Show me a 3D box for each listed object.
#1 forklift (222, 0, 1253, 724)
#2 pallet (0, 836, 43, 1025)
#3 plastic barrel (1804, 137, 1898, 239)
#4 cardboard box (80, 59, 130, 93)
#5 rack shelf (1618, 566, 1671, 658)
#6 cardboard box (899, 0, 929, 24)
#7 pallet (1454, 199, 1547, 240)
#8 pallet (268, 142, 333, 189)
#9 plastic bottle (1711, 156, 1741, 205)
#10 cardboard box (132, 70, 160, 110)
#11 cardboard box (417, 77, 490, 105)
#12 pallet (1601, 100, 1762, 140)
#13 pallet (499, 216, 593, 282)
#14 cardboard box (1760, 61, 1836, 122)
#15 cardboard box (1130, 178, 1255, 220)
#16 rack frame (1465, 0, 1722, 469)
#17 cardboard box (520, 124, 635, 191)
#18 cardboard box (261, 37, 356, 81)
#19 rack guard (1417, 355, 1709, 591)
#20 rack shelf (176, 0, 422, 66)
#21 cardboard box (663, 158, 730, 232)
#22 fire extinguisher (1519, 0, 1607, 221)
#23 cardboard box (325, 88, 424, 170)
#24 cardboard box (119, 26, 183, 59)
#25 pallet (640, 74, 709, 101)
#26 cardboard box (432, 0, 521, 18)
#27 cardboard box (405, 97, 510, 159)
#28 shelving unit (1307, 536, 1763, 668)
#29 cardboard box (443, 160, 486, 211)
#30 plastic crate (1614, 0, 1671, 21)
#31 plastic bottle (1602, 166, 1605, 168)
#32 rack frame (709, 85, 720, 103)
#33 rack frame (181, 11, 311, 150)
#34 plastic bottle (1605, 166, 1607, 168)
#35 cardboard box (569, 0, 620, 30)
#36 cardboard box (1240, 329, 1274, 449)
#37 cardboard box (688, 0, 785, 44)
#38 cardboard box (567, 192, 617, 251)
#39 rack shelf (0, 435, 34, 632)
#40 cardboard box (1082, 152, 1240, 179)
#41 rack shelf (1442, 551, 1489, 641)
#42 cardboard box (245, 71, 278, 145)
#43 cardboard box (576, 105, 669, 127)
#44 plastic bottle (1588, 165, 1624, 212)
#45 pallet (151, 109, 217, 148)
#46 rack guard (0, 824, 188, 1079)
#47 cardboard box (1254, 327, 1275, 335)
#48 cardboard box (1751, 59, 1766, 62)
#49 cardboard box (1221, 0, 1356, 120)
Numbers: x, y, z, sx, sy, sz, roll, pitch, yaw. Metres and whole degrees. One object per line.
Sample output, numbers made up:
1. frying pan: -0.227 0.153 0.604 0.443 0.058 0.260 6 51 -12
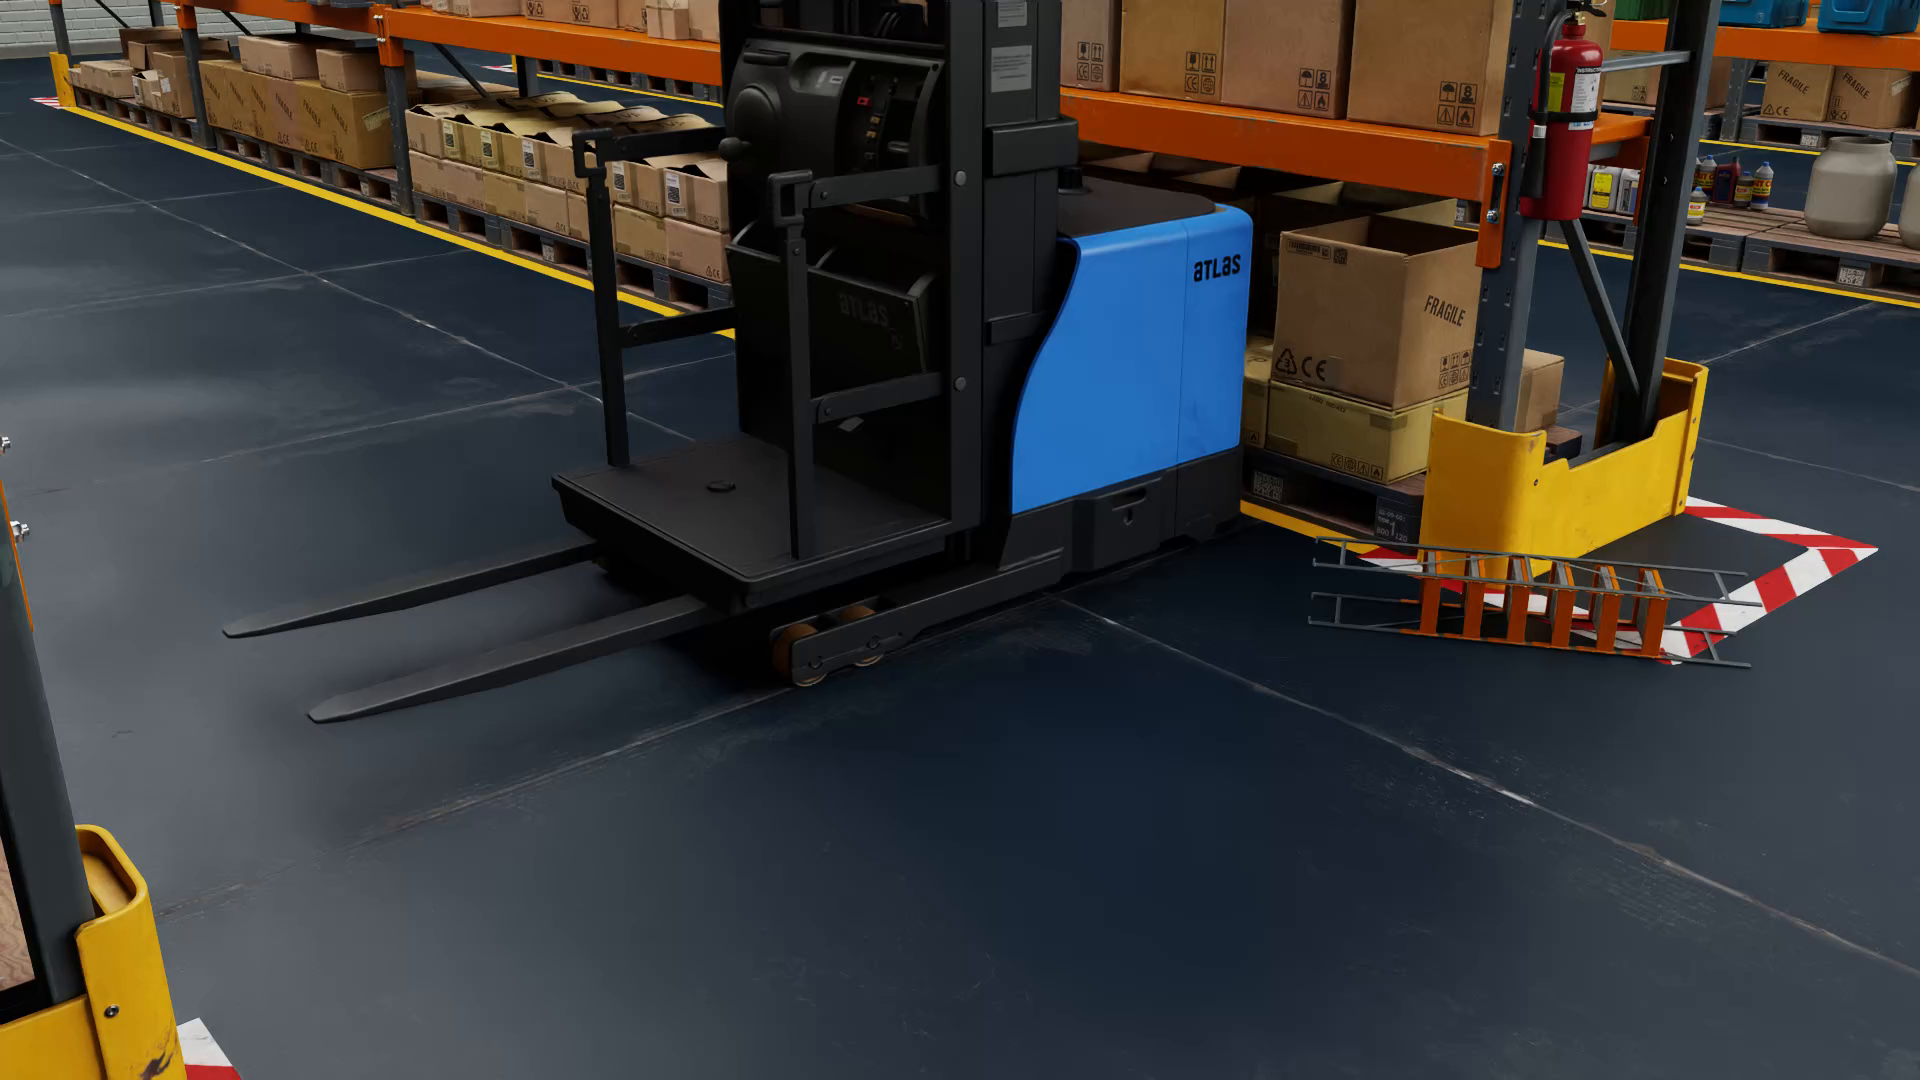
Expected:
1. forklift: -0.525 -1.186 4.493 3.031 2.935 1.130 -17 27 -37
2. pallet: -2.334 0.801 3.150 1.003 0.211 1.213 -17 27 -37
3. plastic barrel: 4.909 -1.941 9.163 0.421 0.512 0.421 0 21 0
4. cardboard box: -8.008 -4.413 15.805 0.500 0.250 0.500 -17 27 -37
5. rack shelf: 1.929 0.198 4.713 0.103 0.180 0.258 5 22 13
6. cardboard box: 0.002 -2.310 7.132 0.700 0.500 0.500 -18 28 -38
7. pallet: 3.520 -2.213 10.845 1.003 0.211 1.213 -17 27 -37
8. pallet: -4.504 -2.888 12.568 1.003 0.211 1.213 -17 27 -37
9. plastic bottle: 4.643 -2.184 10.069 0.061 0.283 0.133 -17 27 -37
10. cardboard box: -6.940 -3.989 14.640 0.500 0.311 0.500 -17 27 -37
11. cardboard box: -3.679 -3.012 11.886 0.500 0.500 0.500 -19 28 -39
12. pallet: 6.356 -3.803 14.903 1.003 0.211 1.213 -17 27 -37
13. pallet: -1.953 -1.762 9.693 1.003 0.211 1.213 -17 27 -37
14. cardboard box: 7.096 -3.798 13.919 0.500 0.500 0.500 -18 28 -39
15. cardboard box: 0.730 -1.038 6.188 0.500 0.500 0.500 -17 27 -37
16. rack frame: 1.969 -1.424 5.006 1.000 3.000 0.127 -17 27 -37
17. cardboard box: -2.117 -2.169 9.335 0.500 0.311 0.500 -18 28 -38
18. cardboard box: -4.752 -3.523 12.162 0.500 0.250 0.500 -18 28 -38
19. rack guard: 1.985 -0.253 5.445 1.175 0.500 0.348 -17 27 -37
20. rack shelf: -4.558 -3.852 12.191 1.077 0.370 4.000 -17 27 -37
21. cardboard box: -1.123 -1.749 8.262 0.500 0.311 0.500 -17 27 -37
22. fire extinguisher: 1.694 -1.245 4.655 0.296 0.674 0.183 -17 27 -37
23. cardboard box: -4.041 -2.878 11.542 0.500 0.500 0.500 -16 27 -35
24. cardboard box: -7.933 -4.794 16.434 0.500 0.500 0.500 -17 27 -37
25. pallet: -2.618 -4.813 17.483 1.003 0.211 1.213 -17 27 -37
26. cardboard box: -2.816 -3.299 9.917 0.500 0.311 0.500 -18 28 -38
27. cardboard box: -3.133 -2.596 10.424 0.500 0.311 0.500 -16 27 -36
28. shelving unit: 1.623 0.170 4.784 1.200 0.189 0.258 5 22 13
29. cardboard box: -2.805 -2.196 10.172 0.500 0.250 0.500 -18 28 -39
30. plastic crate: 3.785 -3.166 9.745 0.450 0.188 0.662 -17 27 -37
31. plastic bottle: 3.822 -2.195 10.106 0.152 0.276 0.135 -17 27 -37
32. rack frame: -2.109 -5.917 16.479 1.000 3.000 0.127 -17 27 -37
33. rack frame: -5.864 -4.739 13.471 1.000 3.000 0.127 -17 27 -37
34. plastic bottle: 4.111 -2.324 10.427 0.061 0.283 0.133 -17 27 -37
35. cardboard box: -1.802 -3.076 9.086 0.500 0.500 0.500 -17 27 -37
36. cardboard box: 1.060 -0.552 5.975 0.500 0.250 0.500 -17 27 -37
37. cardboard box: -0.996 -2.585 8.176 0.500 0.250 0.500 -15 26 -34
38. cardboard box: -1.795 -1.771 9.088 0.500 0.250 0.500 -17 27 -36
39. rack shelf: -3.087 -0.461 3.535 1.077 0.370 4.000 -17 27 -37
40. cardboard box: 0.811 -1.304 6.868 0.500 0.500 0.500 -17 27 -37
41. rack shelf: 1.464 0.155 4.822 0.103 0.180 0.258 5 22 13
42. cardboard box: -5.056 -3.304 12.631 0.500 0.500 0.500 -17 27 -37
43. cardboard box: -2.053 -2.442 10.032 0.500 0.311 0.500 -18 27 -38
44. plastic bottle: 3.848 -2.136 9.853 0.144 0.351 0.185 -16 27 -35
45. pallet: -6.311 -3.631 14.465 1.003 0.211 1.213 -17 27 -37
46. rack guard: -1.831 0.899 2.502 1.175 0.500 0.348 -17 27 -37
47. cardboard box: 1.459 -0.677 6.295 0.500 0.250 0.500 -17 27 -37
48. cardboard box: 8.980 -5.862 18.846 1.050 0.750 0.750 -17 27 -37
49. cardboard box: 1.328 -1.746 5.693 0.700 0.500 0.500 -17 27 -36
